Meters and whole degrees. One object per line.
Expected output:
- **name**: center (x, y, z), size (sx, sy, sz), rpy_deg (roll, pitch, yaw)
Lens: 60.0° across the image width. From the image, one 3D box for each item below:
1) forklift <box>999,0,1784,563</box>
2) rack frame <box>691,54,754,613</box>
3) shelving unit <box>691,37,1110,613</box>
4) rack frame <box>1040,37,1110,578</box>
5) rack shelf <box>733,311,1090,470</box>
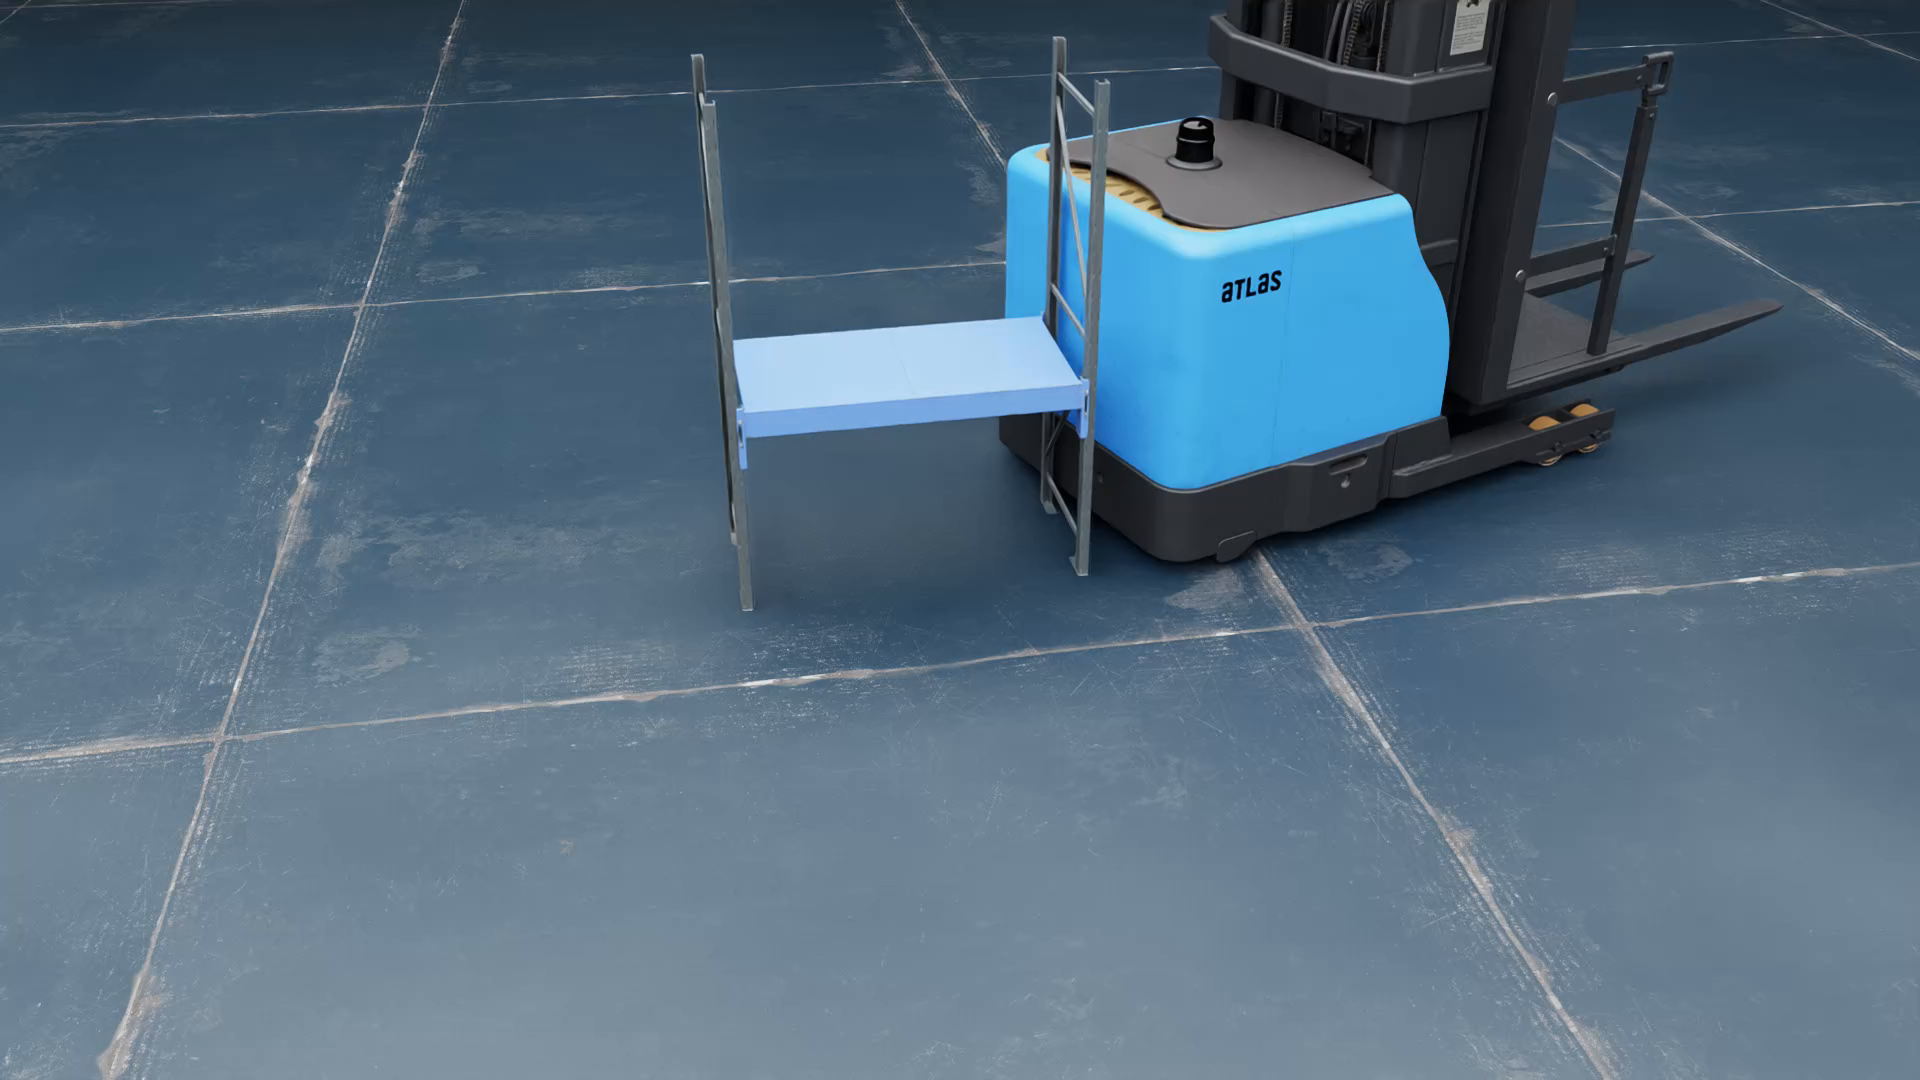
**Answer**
- **forklift**: center (1.668, -1.730, 5.301), size (3.031, 2.935, 1.130), rpy_deg (-16, 34, -26)
- **rack frame**: center (-0.671, -0.558, 4.719), size (0.032, 1.500, 0.500), rpy_deg (-6, 31, -10)
- **shelving unit**: center (-0.172, -0.608, 4.804), size (1.048, 1.500, 0.538), rpy_deg (-6, 31, -10)
- **rack frame**: center (0.326, -0.658, 4.889), size (0.032, 1.500, 0.500), rpy_deg (-6, 31, -10)
- **rack shelf**: center (-0.172, -0.453, 4.895), size (1.000, 0.185, 0.538), rpy_deg (-6, 31, -10)
